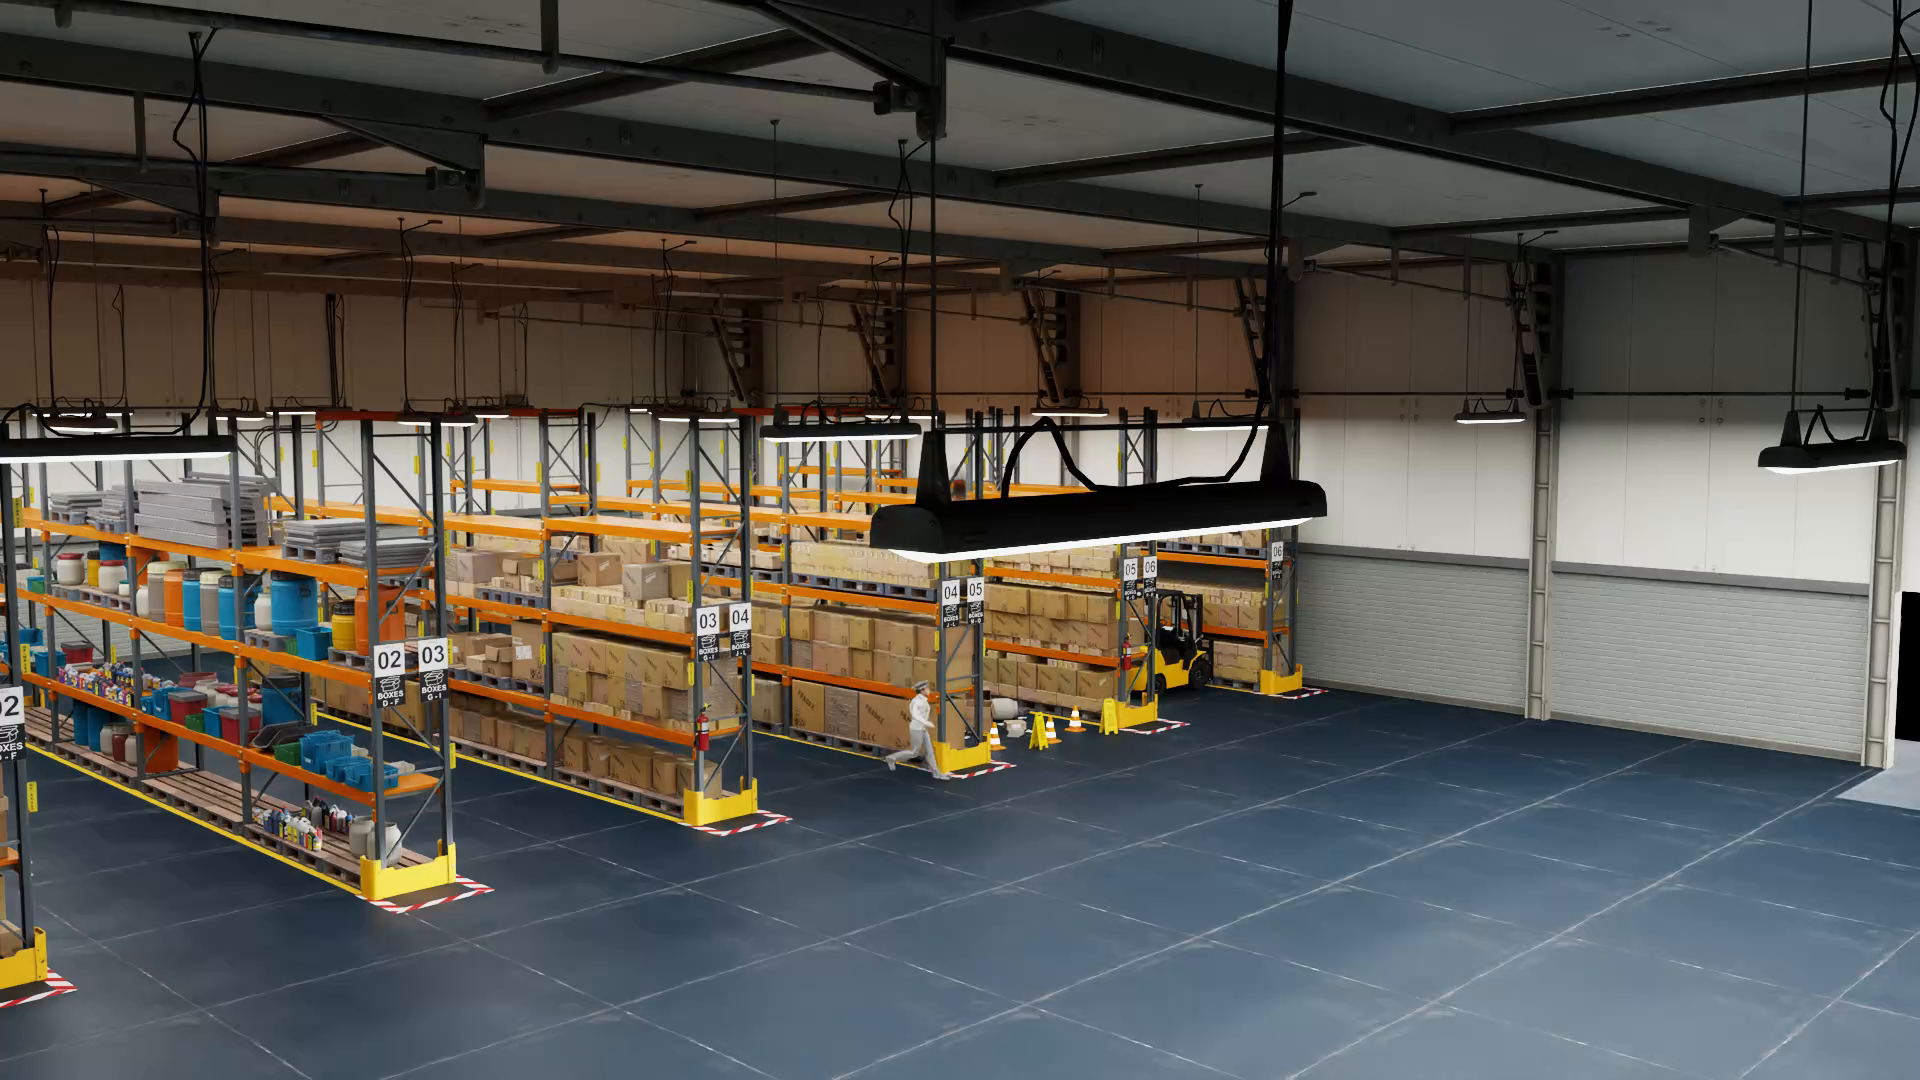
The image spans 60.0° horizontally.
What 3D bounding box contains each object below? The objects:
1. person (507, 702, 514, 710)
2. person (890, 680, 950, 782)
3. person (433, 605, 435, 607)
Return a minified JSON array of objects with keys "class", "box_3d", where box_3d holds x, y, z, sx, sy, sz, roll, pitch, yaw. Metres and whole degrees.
[{"class":"person","box_3d":[-8.961,2.657,32.473,0.873,1.602,0.538,4,7,40]},{"class":"person","box_3d":[-0.642,3.111,27.077,0.980,1.663,0.624,0,5,5]},{"class":"person","box_3d":[-11.781,2.246,37.109,0.592,1.624,0.553,-4,6,-38]}]
